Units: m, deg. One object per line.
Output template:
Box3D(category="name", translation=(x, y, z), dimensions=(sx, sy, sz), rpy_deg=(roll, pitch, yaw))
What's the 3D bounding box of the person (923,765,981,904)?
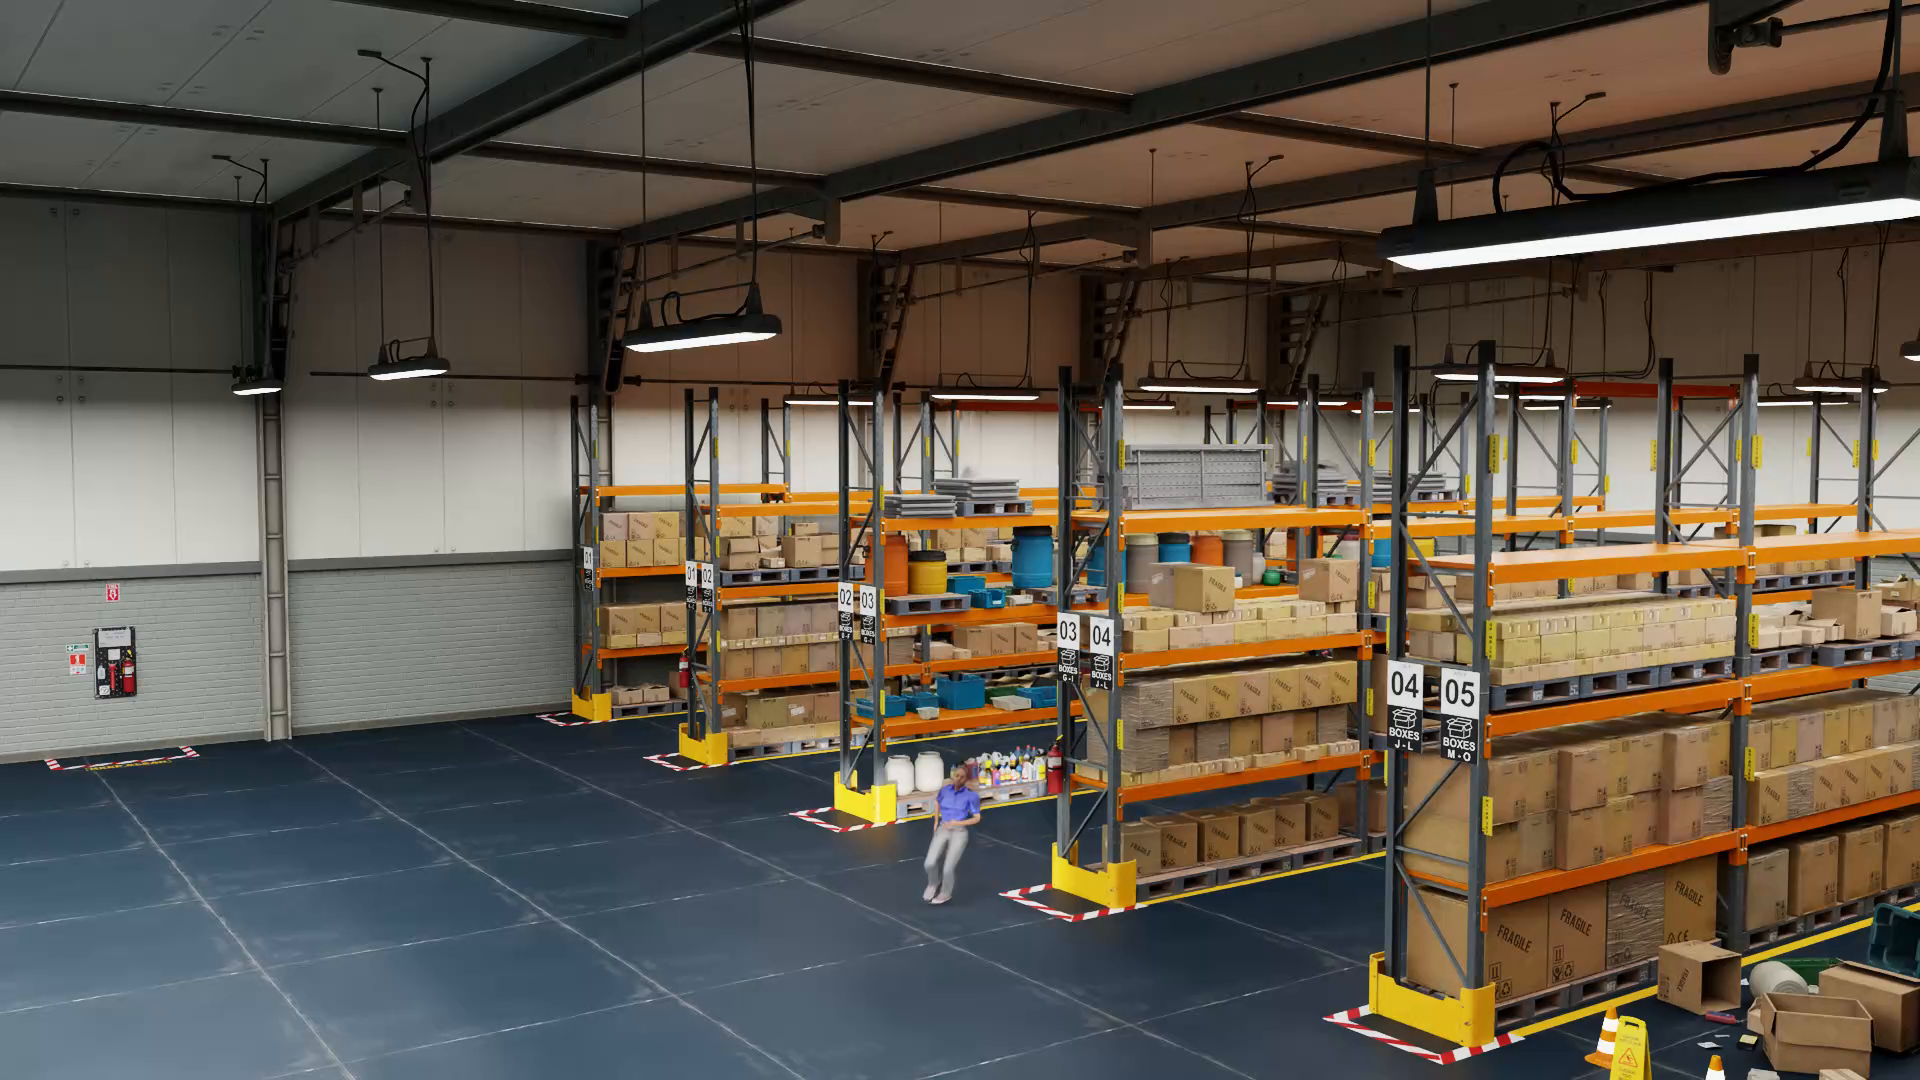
Box3D(category="person", translation=(-0.104, 3.266, 18.348), dimensions=(0.679, 1.574, 0.567), rpy_deg=(1, 4, 23))
